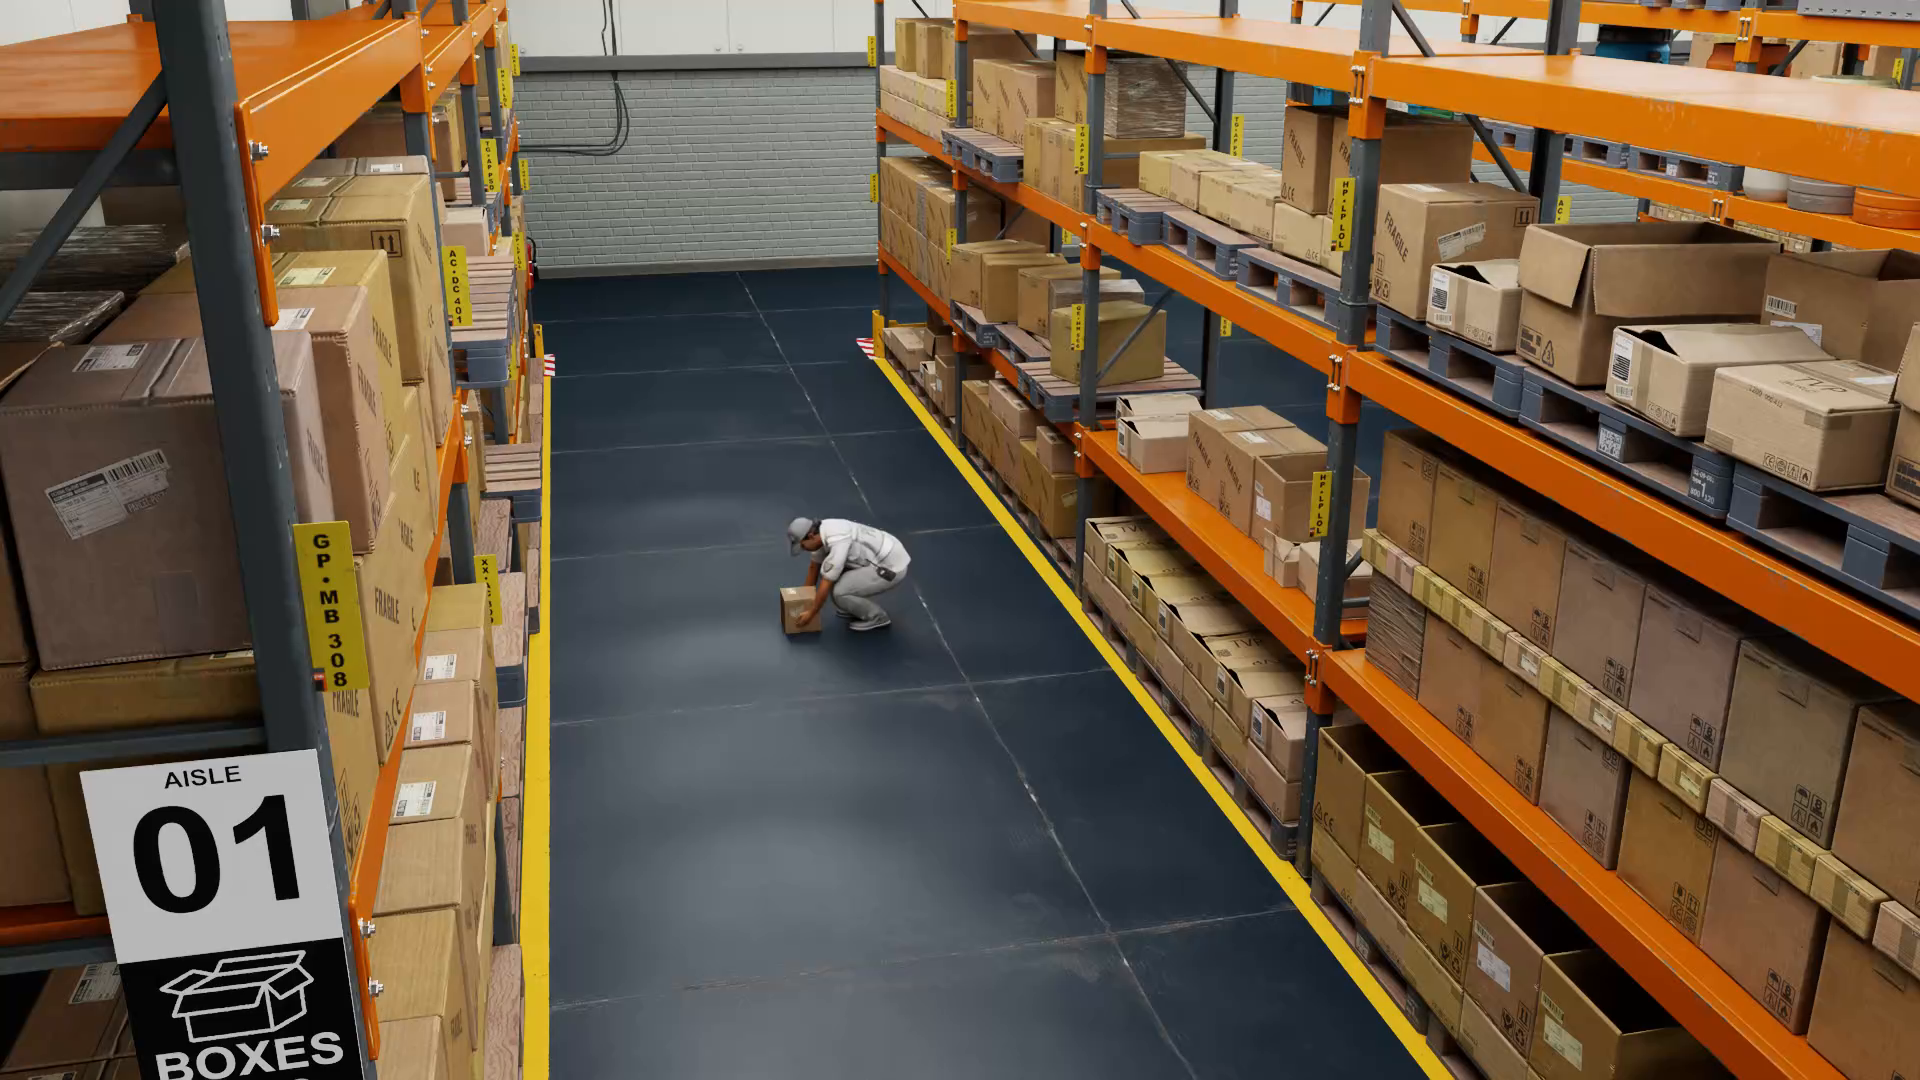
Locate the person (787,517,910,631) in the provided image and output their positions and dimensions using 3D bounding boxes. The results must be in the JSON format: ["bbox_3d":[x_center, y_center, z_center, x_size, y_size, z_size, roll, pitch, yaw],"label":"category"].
[{"bbox_3d":[-0.786,0.201,11.749,0.867,0.837,0.517,-5,20,-12],"label":"person"}]
